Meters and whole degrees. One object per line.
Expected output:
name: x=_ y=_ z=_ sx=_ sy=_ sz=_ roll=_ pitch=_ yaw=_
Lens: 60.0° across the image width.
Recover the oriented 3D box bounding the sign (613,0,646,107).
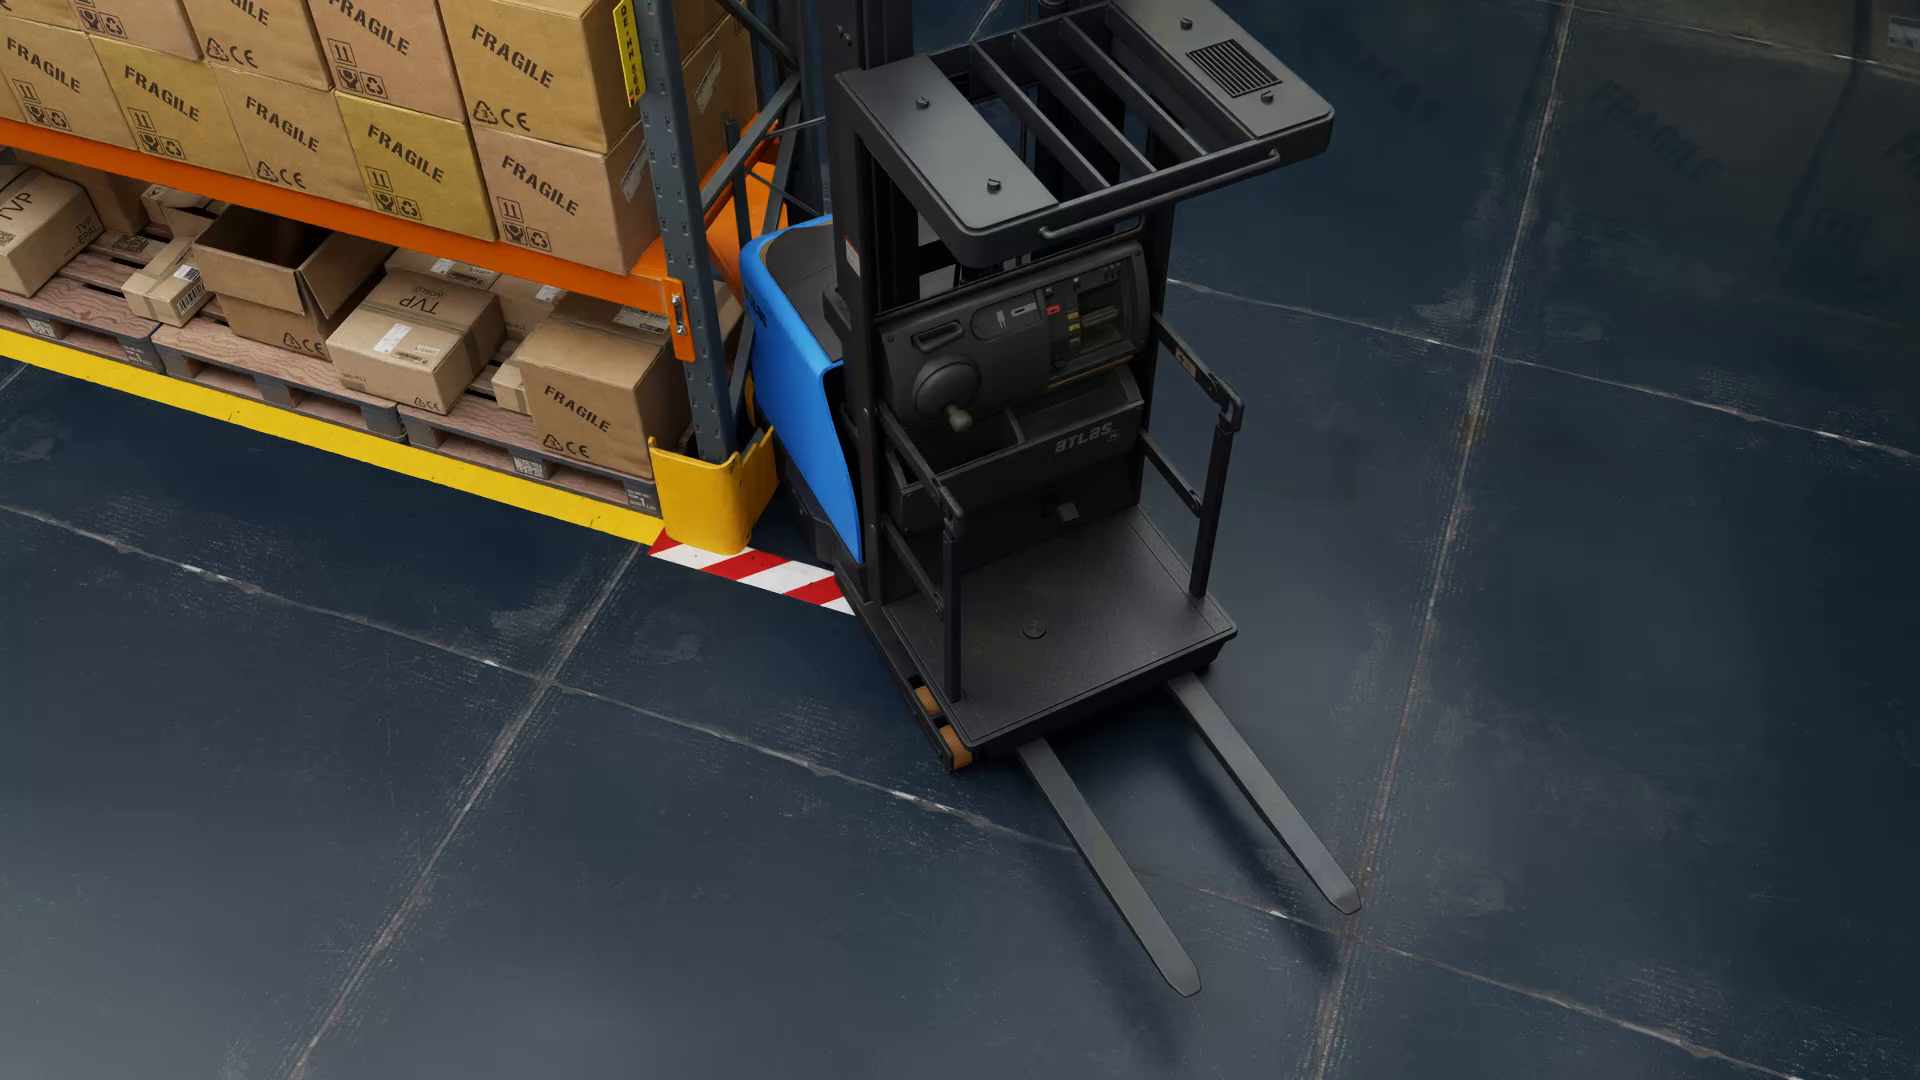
sign: x=-0.973 y=-1.440 z=4.904 sx=0.005 sy=0.325 sz=0.100 roll=16 pitch=51 yaw=13

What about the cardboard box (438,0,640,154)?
cardboard box: x=-1.274 y=-1.628 z=5.314 sx=0.500 sy=0.500 sz=0.500 roll=15 pitch=51 yaw=13

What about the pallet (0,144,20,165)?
pallet: x=-5.290 y=-1.666 z=7.921 sx=1.213 sy=0.211 sz=1.003 roll=16 pitch=51 yaw=13

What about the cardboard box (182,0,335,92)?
cardboard box: x=-2.236 y=-1.892 z=5.543 sx=0.500 sy=0.500 sz=0.500 roll=17 pitch=51 yaw=14

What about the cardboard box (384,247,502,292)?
cardboard box: x=-2.111 y=-1.195 z=7.195 sx=0.500 sy=0.250 sz=0.500 roll=16 pitch=51 yaw=13

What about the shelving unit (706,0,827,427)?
shelving unit: x=-0.836 y=-1.417 z=6.763 sx=0.587 sy=1.500 sz=1.083 roll=-21 pitch=53 yaw=-17

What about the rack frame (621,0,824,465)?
rack frame: x=-0.761 y=-1.346 z=5.798 sx=0.127 sy=3.000 sz=1.000 roll=16 pitch=51 yaw=13

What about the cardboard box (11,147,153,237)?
cardboard box: x=-3.881 y=-1.770 z=7.529 sx=0.500 sy=0.500 sz=0.500 roll=16 pitch=51 yaw=13

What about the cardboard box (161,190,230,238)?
cardboard box: x=-3.177 y=-1.512 z=7.430 sx=0.500 sy=0.311 sz=0.500 roll=16 pitch=51 yaw=13

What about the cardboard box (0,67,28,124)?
cardboard box: x=-3.649 y=-1.967 z=6.271 sx=0.500 sy=0.500 sz=0.500 roll=16 pitch=51 yaw=14

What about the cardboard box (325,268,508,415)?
cardboard box: x=-2.238 y=-0.827 z=6.877 sx=0.500 sy=0.250 sz=0.500 roll=16 pitch=51 yaw=13

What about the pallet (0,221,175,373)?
pallet: x=-3.870 y=-1.299 z=7.603 sx=1.213 sy=0.211 sz=1.003 roll=16 pitch=51 yaw=13

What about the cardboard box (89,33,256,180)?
cardboard box: x=-2.703 y=-1.703 z=6.041 sx=0.500 sy=0.500 sz=0.500 roll=15 pitch=51 yaw=13

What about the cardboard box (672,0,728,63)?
cardboard box: x=-1.086 y=-2.009 z=5.645 sx=0.500 sy=0.500 sz=0.500 roll=17 pitch=51 yaw=14

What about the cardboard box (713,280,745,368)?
cardboard box: x=-1.035 y=-0.909 z=7.015 sx=0.250 sy=0.149 sz=0.380 roll=16 pitch=51 yaw=13

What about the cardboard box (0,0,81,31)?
cardboard box: x=-3.203 y=-2.161 z=5.777 sx=0.500 sy=0.500 sz=0.500 roll=14 pitch=51 yaw=12

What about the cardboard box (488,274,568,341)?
cardboard box: x=-1.642 y=-1.064 z=7.082 sx=0.500 sy=0.250 sz=0.500 roll=16 pitch=51 yaw=13

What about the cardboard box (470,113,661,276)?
cardboard box: x=-1.276 y=-1.303 z=5.695 sx=0.500 sy=0.500 sz=0.500 roll=17 pitch=51 yaw=14

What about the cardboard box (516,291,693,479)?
cardboard box: x=-1.357 y=-0.639 z=6.548 sx=0.500 sy=0.500 sz=0.500 roll=16 pitch=51 yaw=13

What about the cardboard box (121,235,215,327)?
cardboard box: x=-3.380 y=-1.127 z=7.192 sx=0.250 sy=0.166 sz=0.380 roll=16 pitch=51 yaw=13

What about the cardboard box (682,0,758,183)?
cardboard box: x=-1.086 y=-1.682 z=6.023 sx=0.500 sy=0.500 sz=0.500 roll=17 pitch=51 yaw=14

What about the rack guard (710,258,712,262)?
rack guard: x=-1.065 y=-1.355 z=7.526 sx=0.587 sy=0.250 sz=0.087 roll=-21 pitch=53 yaw=-17

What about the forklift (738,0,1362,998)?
forklift: x=0.290 y=-0.539 z=5.144 sx=1.130 sy=2.935 sz=3.031 roll=-21 pitch=52 yaw=-18

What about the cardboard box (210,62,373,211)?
cardboard box: x=-2.230 y=-1.571 z=5.927 sx=0.500 sy=0.500 sz=0.500 roll=16 pitch=51 yaw=13

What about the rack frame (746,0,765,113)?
rack frame: x=-1.061 y=-1.759 z=7.049 sx=0.500 sy=1.500 sz=0.032 roll=-21 pitch=53 yaw=-17

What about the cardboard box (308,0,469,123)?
cardboard box: x=-1.748 y=-1.759 z=5.428 sx=0.500 sy=0.500 sz=0.500 roll=17 pitch=51 yaw=14

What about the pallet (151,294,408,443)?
pallet: x=-2.721 y=-0.981 z=7.327 sx=1.213 sy=0.211 sz=1.003 roll=16 pitch=51 yaw=13

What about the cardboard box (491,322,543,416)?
cardboard box: x=-1.706 y=-0.699 z=6.822 sx=0.250 sy=0.166 sz=0.380 roll=16 pitch=51 yaw=13

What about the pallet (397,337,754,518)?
pallet: x=-1.581 y=-0.660 z=7.049 sx=1.213 sy=0.211 sz=1.003 roll=16 pitch=51 yaw=13

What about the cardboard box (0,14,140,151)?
cardboard box: x=-3.180 y=-1.835 z=6.156 sx=0.500 sy=0.500 sz=0.500 roll=15 pitch=51 yaw=13

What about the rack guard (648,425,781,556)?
rack guard: x=-0.833 y=-0.547 z=6.760 sx=0.348 sy=0.500 sz=1.175 roll=16 pitch=51 yaw=13

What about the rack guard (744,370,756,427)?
rack guard: x=-0.615 y=-0.674 z=6.956 sx=0.587 sy=0.250 sz=0.087 roll=-21 pitch=53 yaw=-17

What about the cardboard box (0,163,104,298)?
cardboard box: x=-4.195 y=-1.393 z=7.327 sx=0.500 sy=0.311 sz=0.500 roll=16 pitch=51 yaw=13

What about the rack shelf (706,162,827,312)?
rack shelf: x=-0.833 y=-1.295 z=6.896 sx=0.538 sy=0.185 sz=1.000 roll=-21 pitch=53 yaw=-17

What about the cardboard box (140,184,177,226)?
cardboard box: x=-3.508 y=-1.600 z=7.614 sx=0.250 sy=0.149 sz=0.380 roll=16 pitch=51 yaw=13

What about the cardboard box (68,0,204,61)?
cardboard box: x=-2.718 y=-2.026 z=5.660 sx=0.500 sy=0.500 sz=0.500 roll=17 pitch=51 yaw=14

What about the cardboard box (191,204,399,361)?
cardboard box: x=-2.750 y=-1.231 z=7.060 sx=0.637 sy=0.503 sz=0.797 roll=16 pitch=51 yaw=13

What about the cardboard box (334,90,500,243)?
cardboard box: x=-1.764 y=-1.436 z=5.810 sx=0.500 sy=0.500 sz=0.500 roll=16 pitch=51 yaw=13

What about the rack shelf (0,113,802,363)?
rack shelf: x=-2.638 y=-1.634 z=6.524 sx=4.000 sy=0.370 sz=1.077 roll=16 pitch=51 yaw=13

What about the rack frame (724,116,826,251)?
rack frame: x=-0.602 y=-1.063 z=6.467 sx=0.500 sy=1.500 sz=0.032 roll=-21 pitch=53 yaw=-17
